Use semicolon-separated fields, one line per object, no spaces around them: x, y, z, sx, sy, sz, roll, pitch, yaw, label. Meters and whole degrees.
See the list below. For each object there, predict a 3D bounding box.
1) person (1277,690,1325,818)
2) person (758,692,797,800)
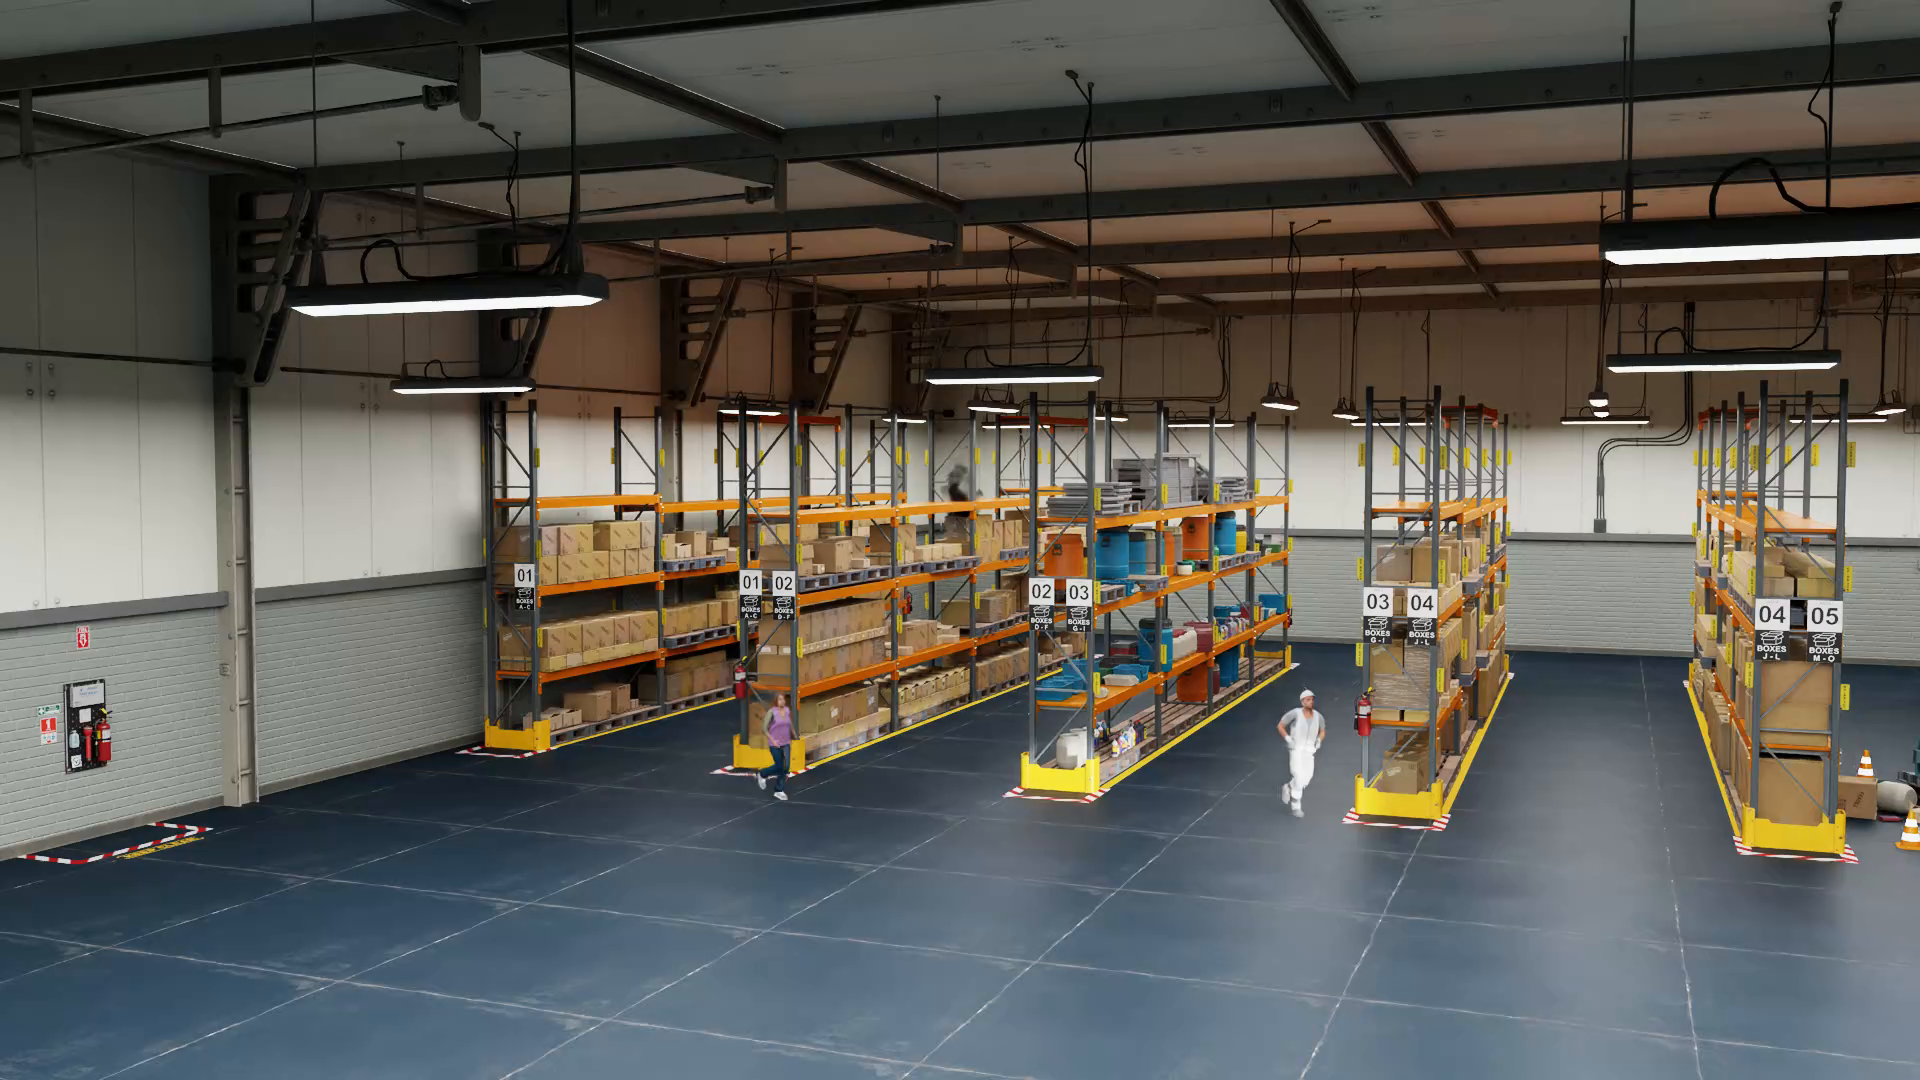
4.833;2.988;23.508;0.701;1.749;0.751;-1;3;-11;person
-2.684;3.129;24.542;0.534;1.362;0.591;-2;4;-41;person
